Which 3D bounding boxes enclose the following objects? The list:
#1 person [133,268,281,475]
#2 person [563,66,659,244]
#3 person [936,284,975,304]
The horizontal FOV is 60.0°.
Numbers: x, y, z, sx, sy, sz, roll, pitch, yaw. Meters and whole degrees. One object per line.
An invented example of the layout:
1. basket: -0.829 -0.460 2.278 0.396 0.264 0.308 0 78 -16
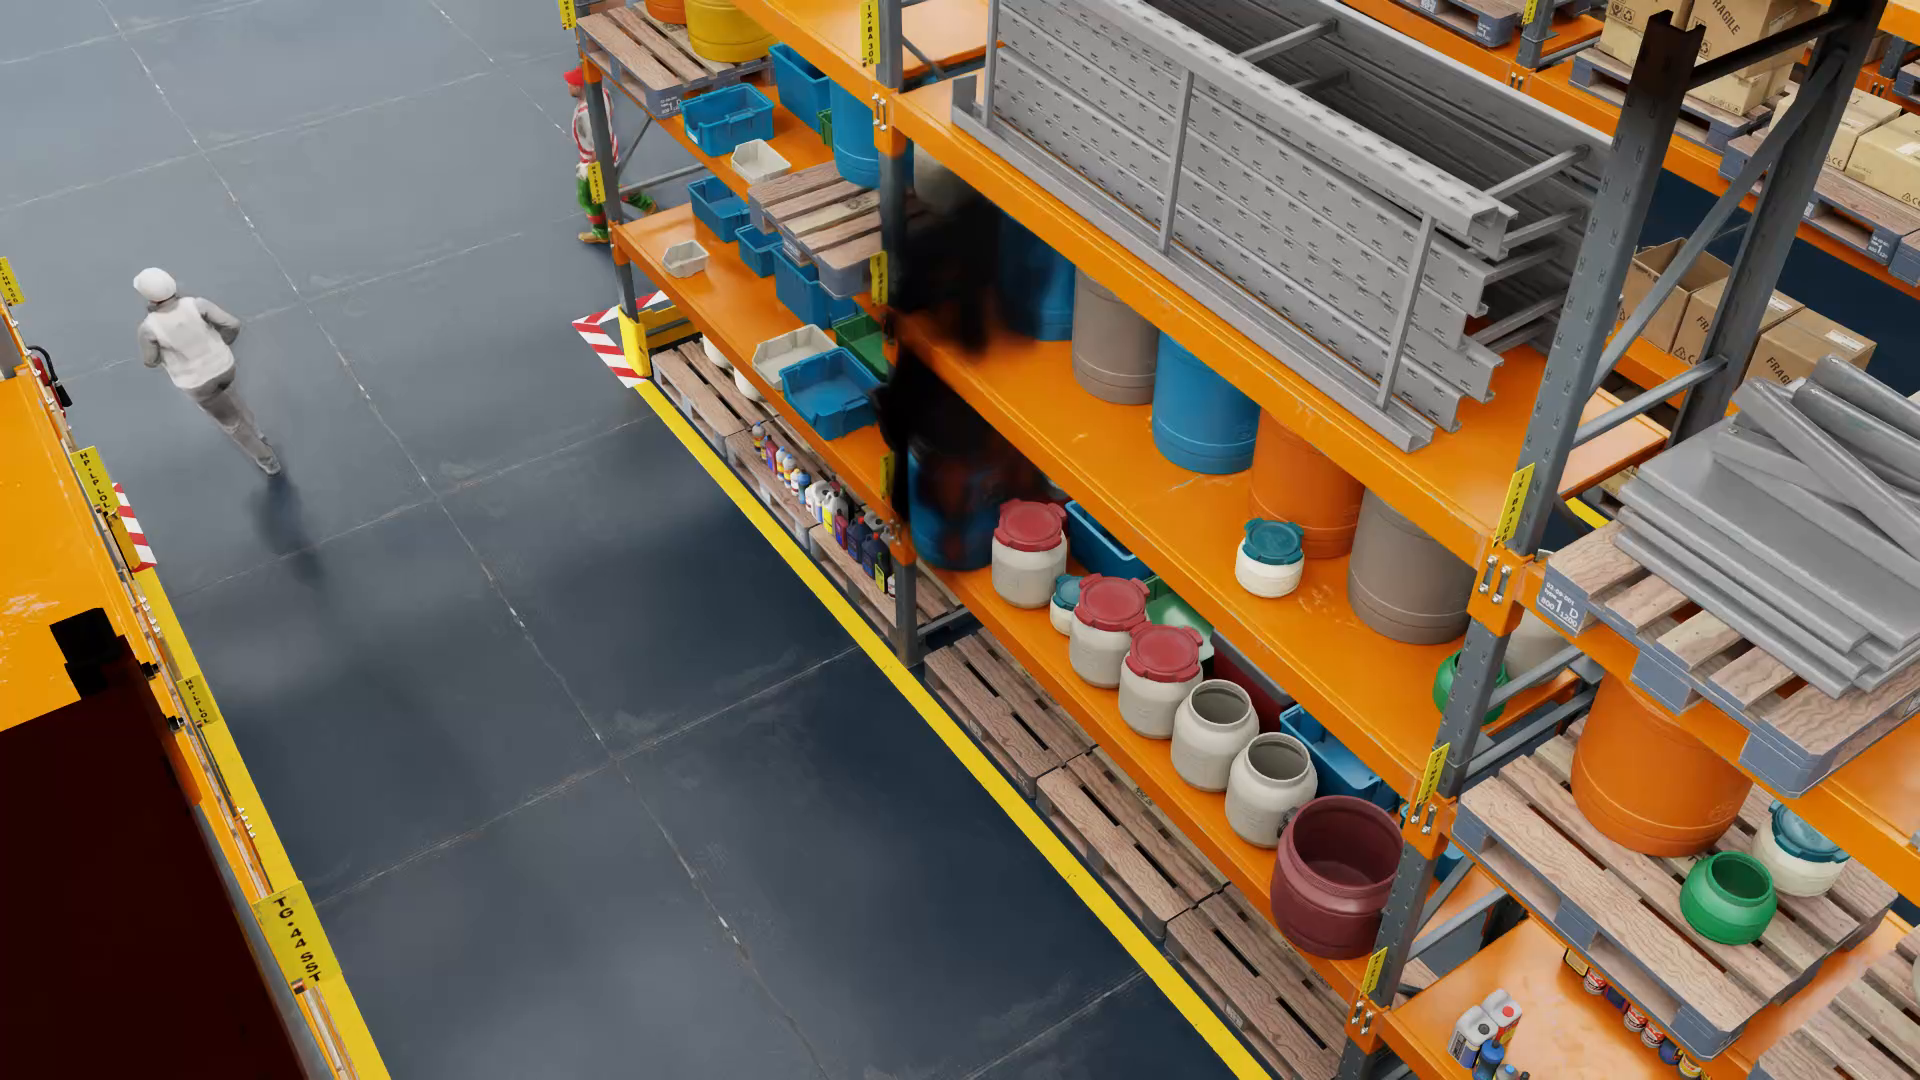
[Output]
1. person: -5.344 -1.207 11.712 0.707 1.638 0.668 31 51 29
2. person: -2.982 -3.180 13.931 0.735 1.745 0.722 -1 43 -1
3. person: -0.041 -1.970 12.132 0.691 1.820 0.974 -31 51 -29
